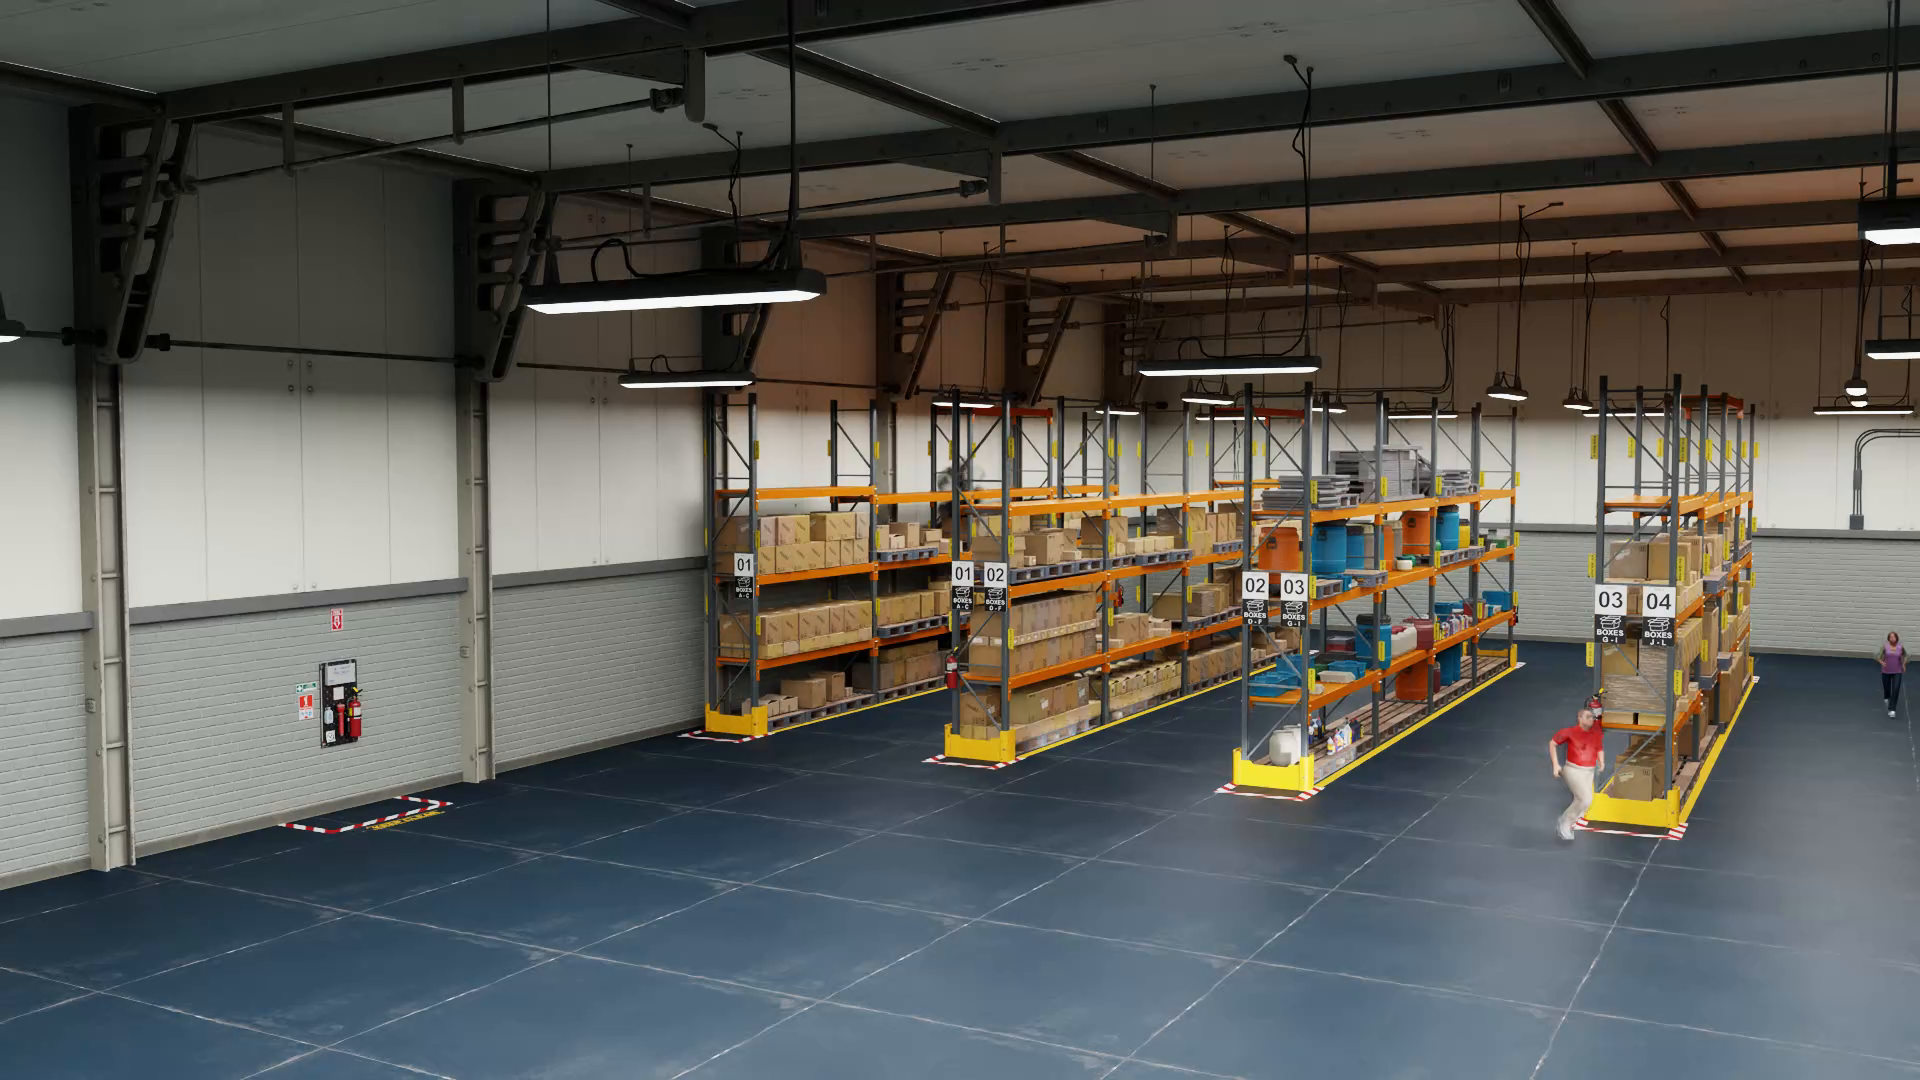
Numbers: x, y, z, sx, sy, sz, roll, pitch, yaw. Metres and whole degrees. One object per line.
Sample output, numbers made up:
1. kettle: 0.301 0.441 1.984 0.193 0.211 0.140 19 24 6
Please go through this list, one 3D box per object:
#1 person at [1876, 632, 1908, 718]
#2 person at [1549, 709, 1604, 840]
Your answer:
1. person: 17.568 2.518 31.349 0.545 1.592 0.802 2 3 26
2. person: 7.976 3.010 21.280 0.663 1.671 0.604 -1 3 -20
